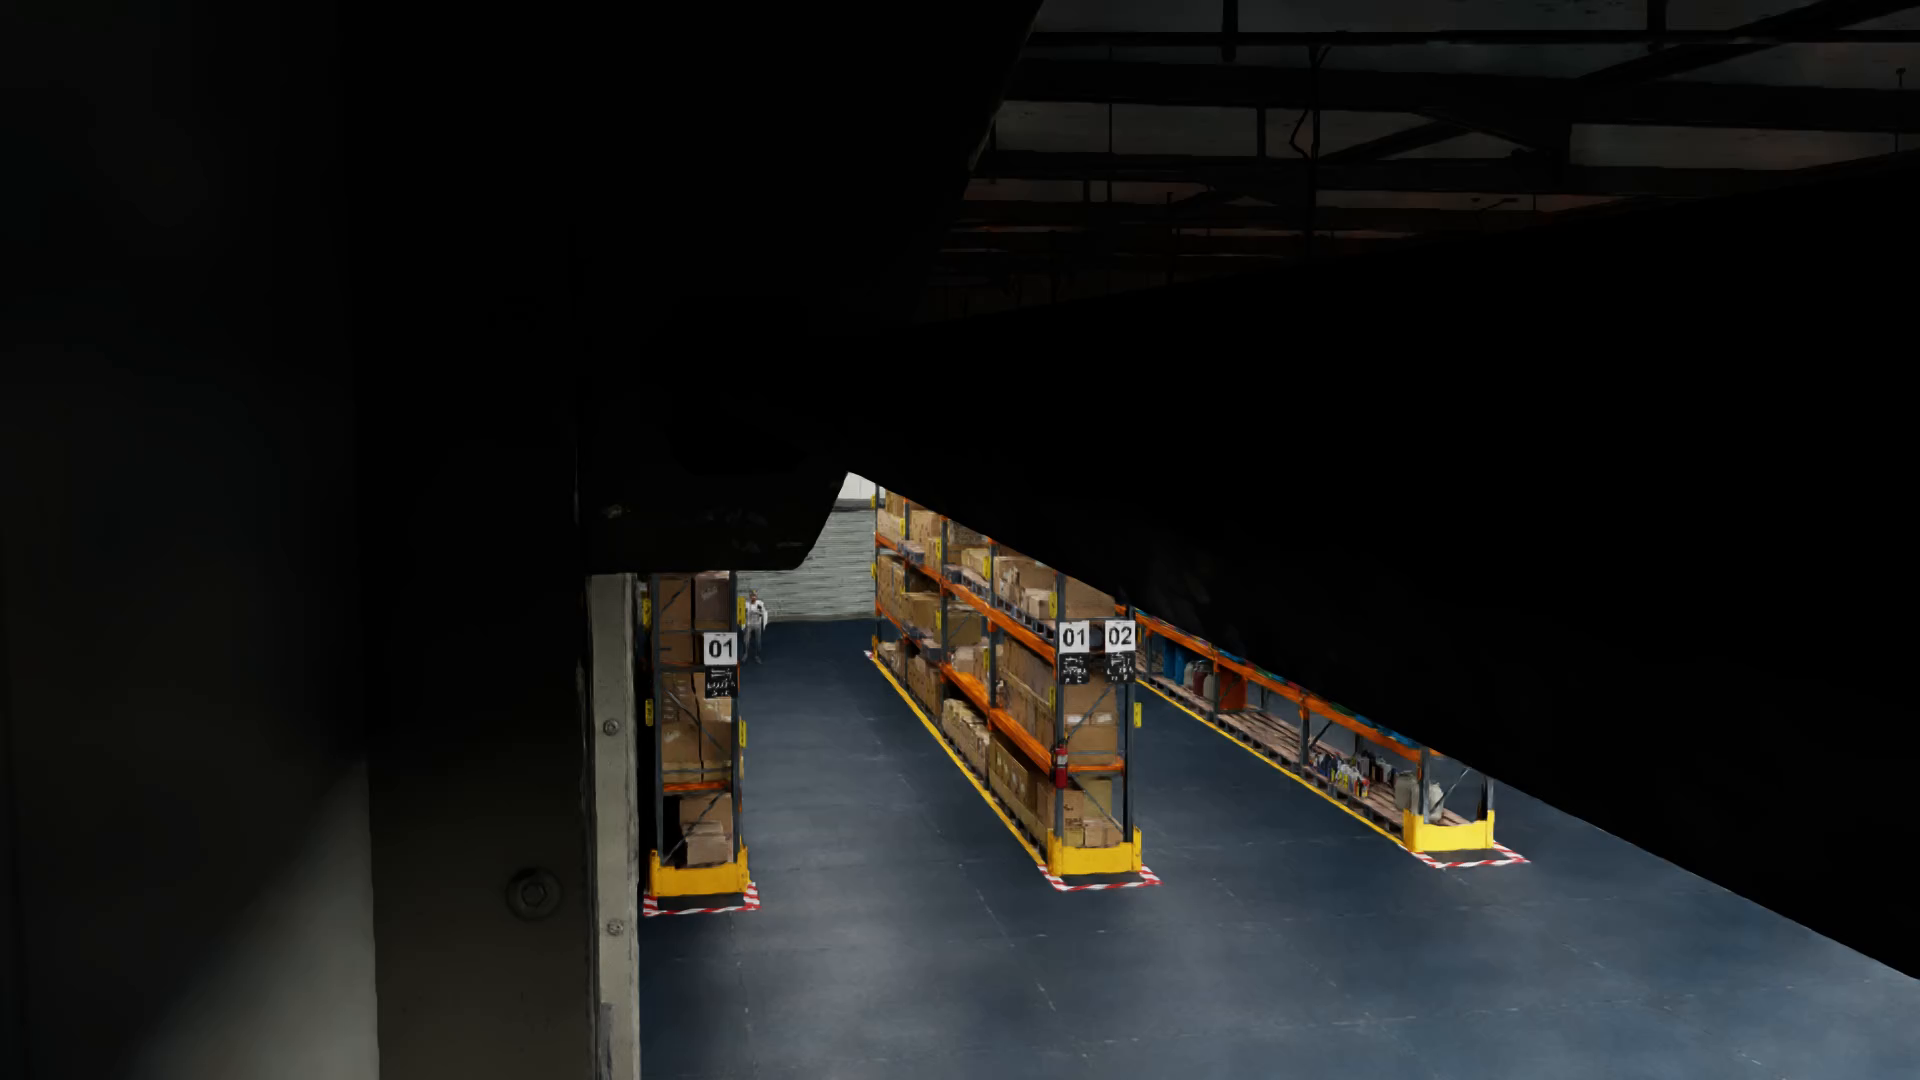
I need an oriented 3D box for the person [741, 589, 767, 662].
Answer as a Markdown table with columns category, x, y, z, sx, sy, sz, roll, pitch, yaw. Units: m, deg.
| category | x | y | z | sx | sy | sz | roll | pitch | yaw |
| --- | --- | --- | --- | --- | --- | --- | --- | --- | --- |
| person | -4.477 | 1.843 | 35.931 | 0.639 | 1.628 | 0.512 | -1 | 6 | -13 |
